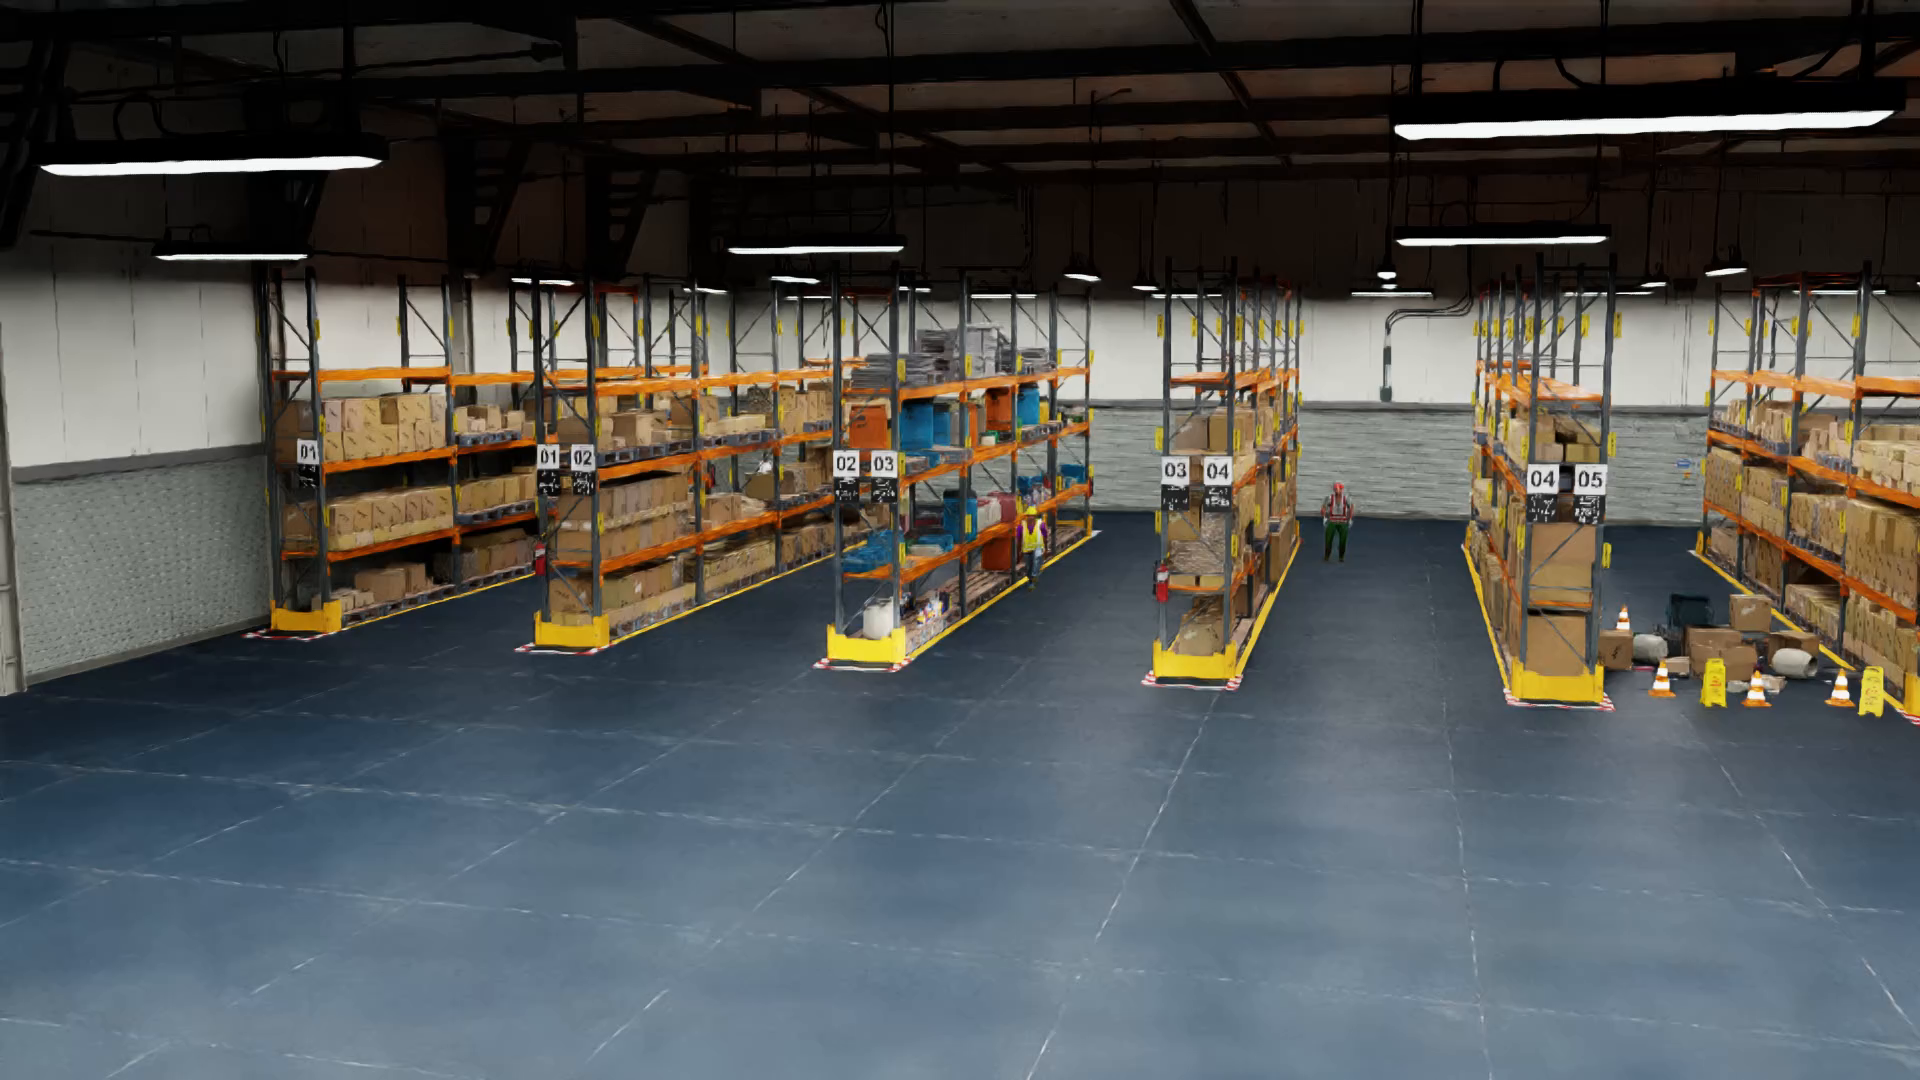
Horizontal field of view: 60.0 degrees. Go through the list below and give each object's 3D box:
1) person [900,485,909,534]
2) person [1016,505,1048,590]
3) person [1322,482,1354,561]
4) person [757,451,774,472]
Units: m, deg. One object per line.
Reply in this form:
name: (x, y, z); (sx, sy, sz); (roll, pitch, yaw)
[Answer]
person: (-1.287, -0.631, 38.091); (0.448, 1.590, 1.110); (2, 8, 17)
person: (1.339, 0.176, 31.311); (0.583, 1.669, 1.123); (2, 7, 13)
person: (8.116, -0.387, 35.777); (0.677, 1.742, 0.547); (2, 7, 13)
person: (-5.445, -1.626, 45.786); (0.667, 1.664, 0.491); (-4, 8, -28)
